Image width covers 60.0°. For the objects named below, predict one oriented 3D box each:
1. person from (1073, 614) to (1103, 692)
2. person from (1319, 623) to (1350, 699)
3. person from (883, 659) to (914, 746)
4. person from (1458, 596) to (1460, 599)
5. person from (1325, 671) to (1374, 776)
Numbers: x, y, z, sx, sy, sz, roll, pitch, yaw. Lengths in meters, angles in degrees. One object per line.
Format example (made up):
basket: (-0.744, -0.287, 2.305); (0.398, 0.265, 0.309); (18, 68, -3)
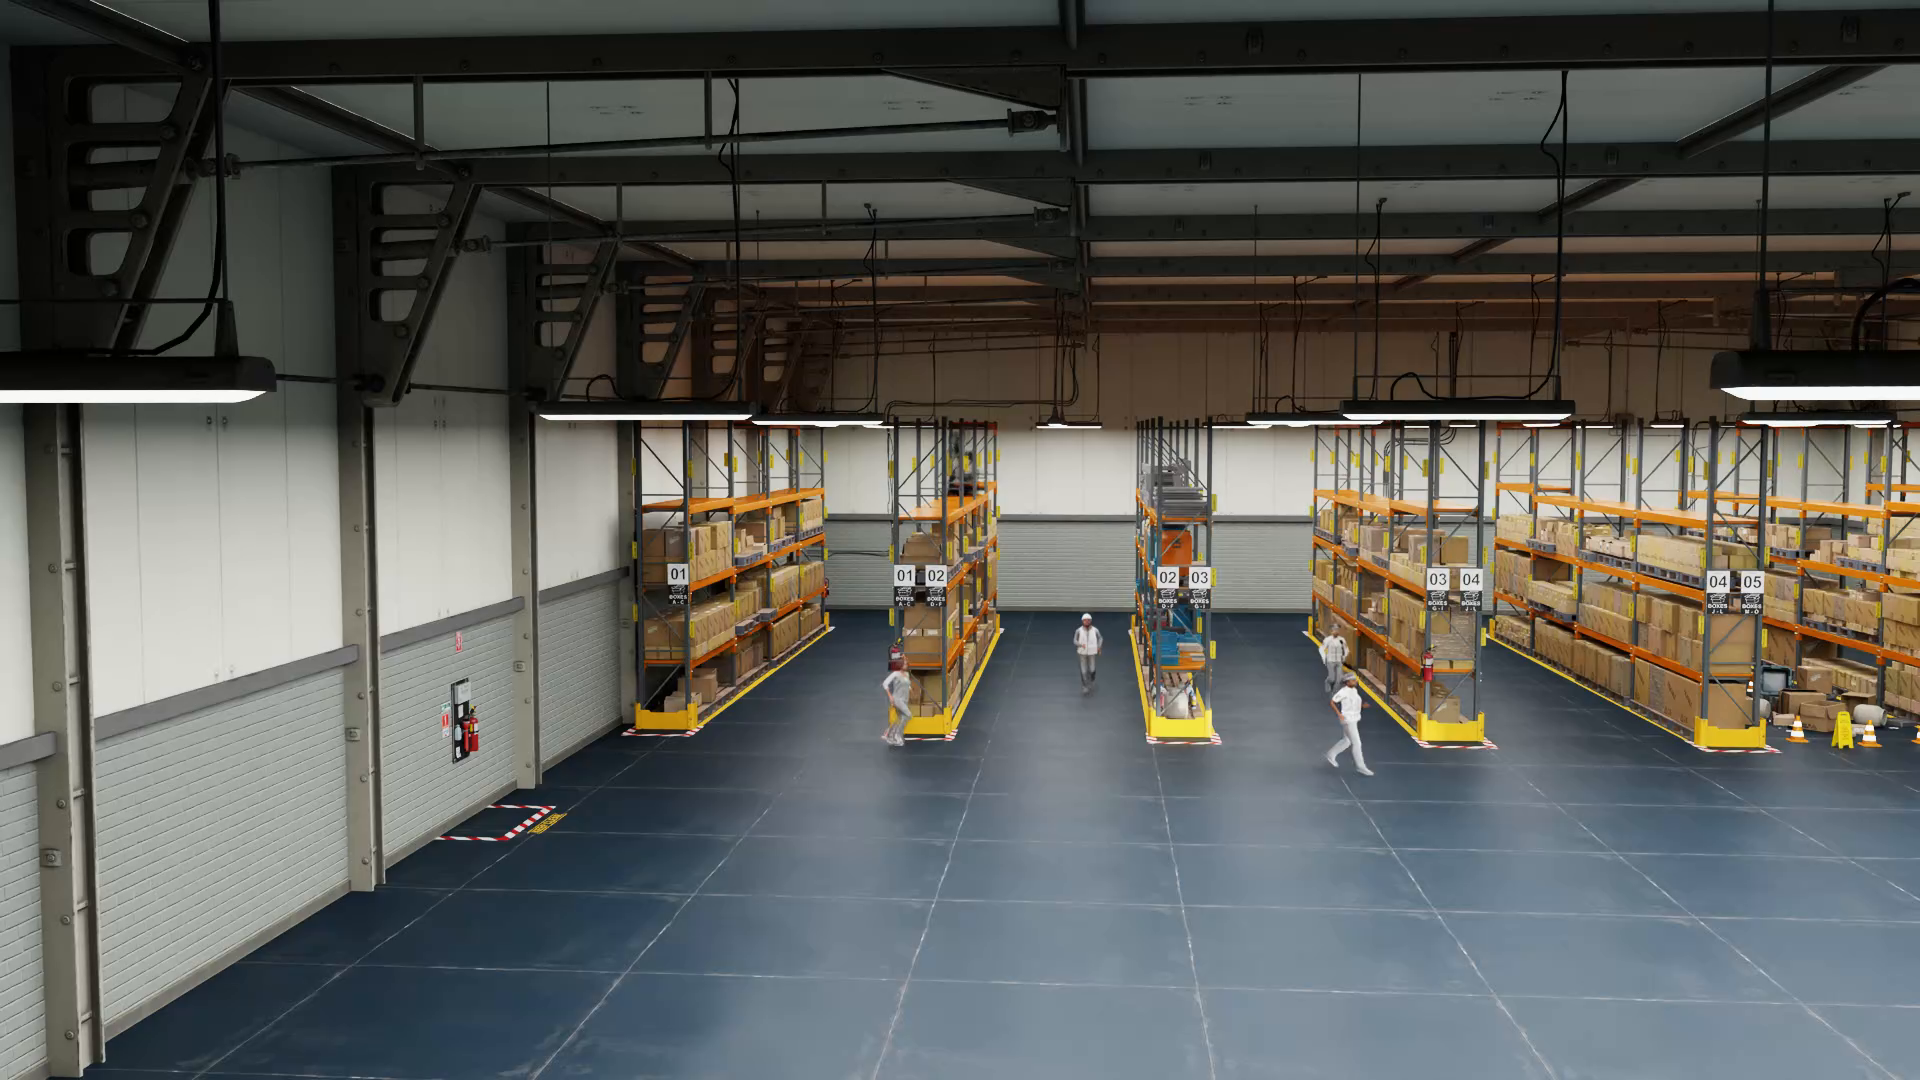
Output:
person: (2.791, 2.480, 36.302); (0.644, 1.732, 0.592); (0, 4, 4)
person: (7.997, 2.592, 35.442); (0.629, 1.644, 0.543); (0, 4, 1)
person: (-1.076, 2.944, 30.301); (0.582, 1.563, 0.523); (2, 4, 34)
person: (12.254, 2.184, 40.743); (0.660, 1.775, 0.857); (0, 4, -5)
person: (6.513, 3.036, 27.826); (0.935, 1.694, 0.572); (3, 5, 36)
